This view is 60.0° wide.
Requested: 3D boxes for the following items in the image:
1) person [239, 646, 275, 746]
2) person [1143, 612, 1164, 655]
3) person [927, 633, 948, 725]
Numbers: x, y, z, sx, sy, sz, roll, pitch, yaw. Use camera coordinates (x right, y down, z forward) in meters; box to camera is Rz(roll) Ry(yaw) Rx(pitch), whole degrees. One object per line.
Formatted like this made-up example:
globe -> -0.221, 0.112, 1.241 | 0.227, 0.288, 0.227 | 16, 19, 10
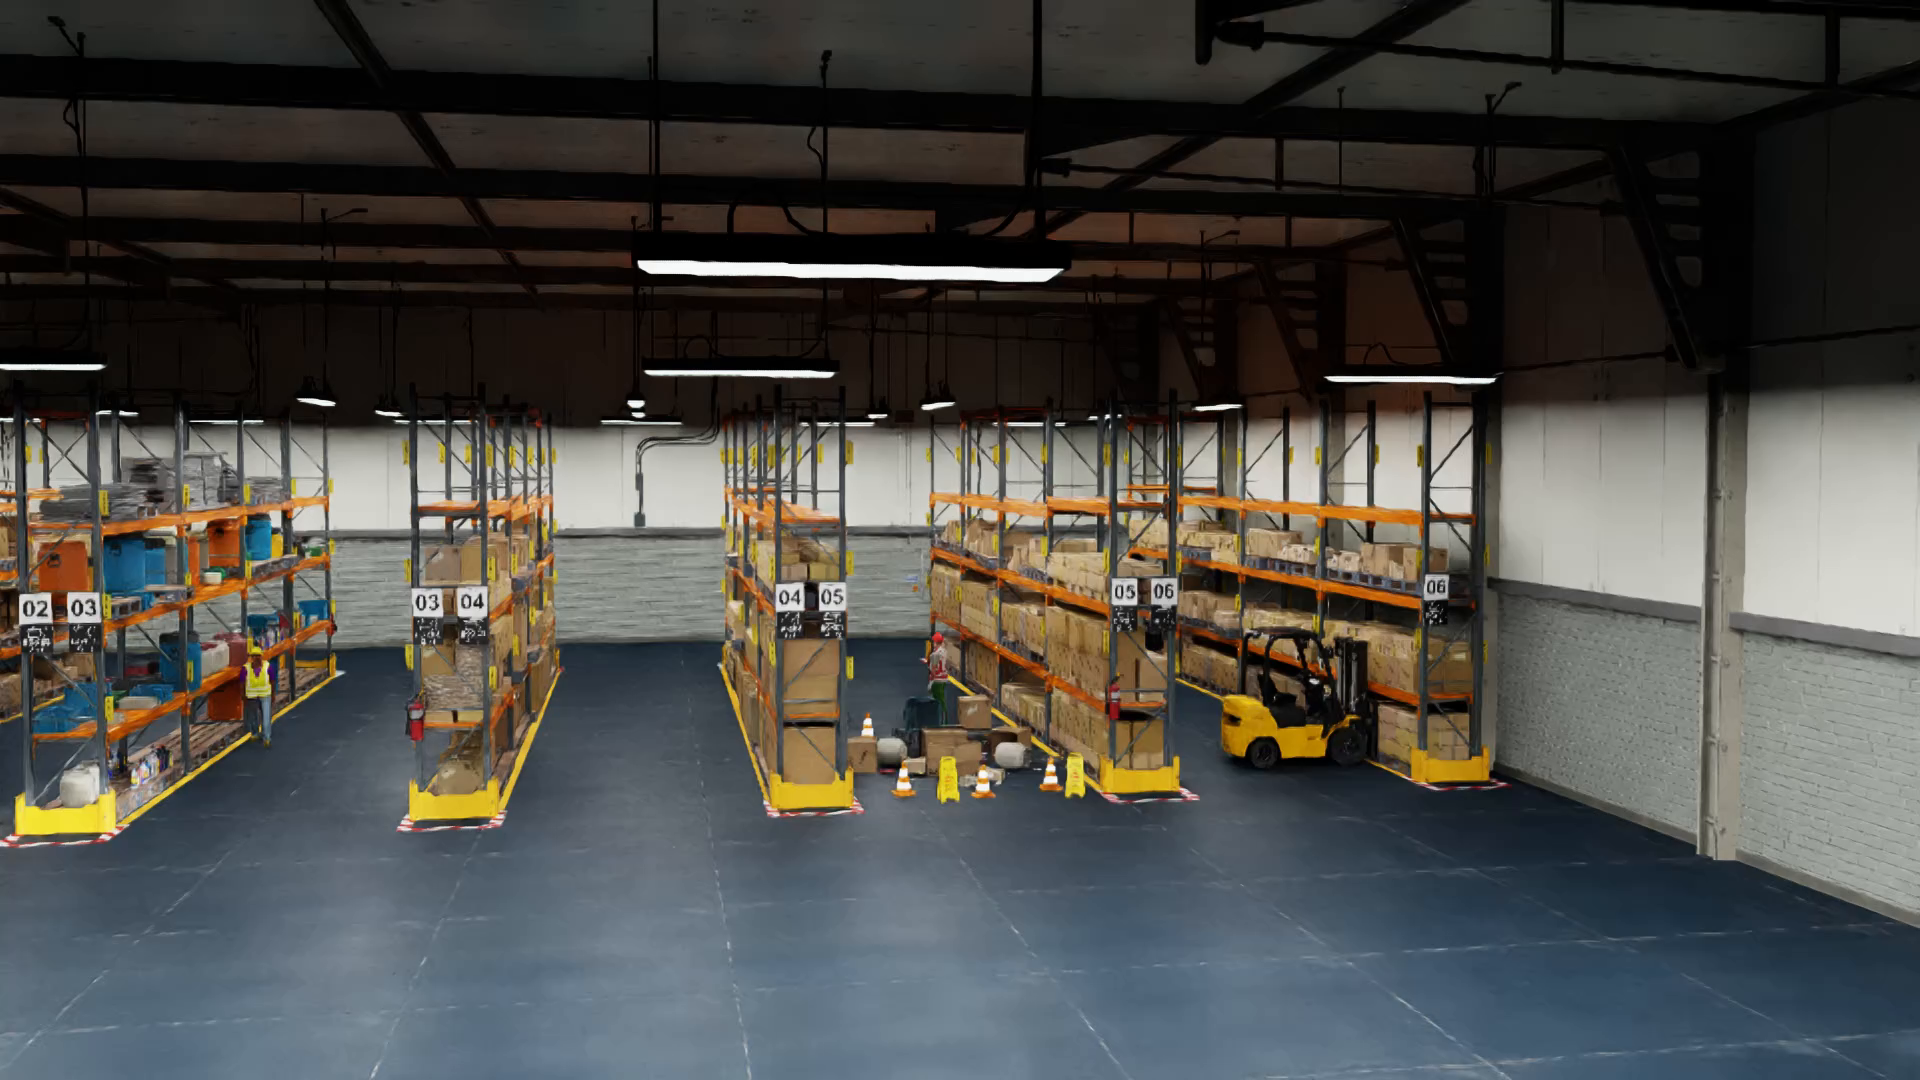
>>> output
person -> -12.137, 2.684, 28.714 | 0.571, 1.708, 1.033 | -1, 3, -19
person -> 4.153, 2.347, 35.954 | 0.543, 1.648, 1.115 | 0, 3, -8
person -> -0.432, 2.568, 30.146 | 0.547, 1.785, 0.646 | 1, 3, 17
